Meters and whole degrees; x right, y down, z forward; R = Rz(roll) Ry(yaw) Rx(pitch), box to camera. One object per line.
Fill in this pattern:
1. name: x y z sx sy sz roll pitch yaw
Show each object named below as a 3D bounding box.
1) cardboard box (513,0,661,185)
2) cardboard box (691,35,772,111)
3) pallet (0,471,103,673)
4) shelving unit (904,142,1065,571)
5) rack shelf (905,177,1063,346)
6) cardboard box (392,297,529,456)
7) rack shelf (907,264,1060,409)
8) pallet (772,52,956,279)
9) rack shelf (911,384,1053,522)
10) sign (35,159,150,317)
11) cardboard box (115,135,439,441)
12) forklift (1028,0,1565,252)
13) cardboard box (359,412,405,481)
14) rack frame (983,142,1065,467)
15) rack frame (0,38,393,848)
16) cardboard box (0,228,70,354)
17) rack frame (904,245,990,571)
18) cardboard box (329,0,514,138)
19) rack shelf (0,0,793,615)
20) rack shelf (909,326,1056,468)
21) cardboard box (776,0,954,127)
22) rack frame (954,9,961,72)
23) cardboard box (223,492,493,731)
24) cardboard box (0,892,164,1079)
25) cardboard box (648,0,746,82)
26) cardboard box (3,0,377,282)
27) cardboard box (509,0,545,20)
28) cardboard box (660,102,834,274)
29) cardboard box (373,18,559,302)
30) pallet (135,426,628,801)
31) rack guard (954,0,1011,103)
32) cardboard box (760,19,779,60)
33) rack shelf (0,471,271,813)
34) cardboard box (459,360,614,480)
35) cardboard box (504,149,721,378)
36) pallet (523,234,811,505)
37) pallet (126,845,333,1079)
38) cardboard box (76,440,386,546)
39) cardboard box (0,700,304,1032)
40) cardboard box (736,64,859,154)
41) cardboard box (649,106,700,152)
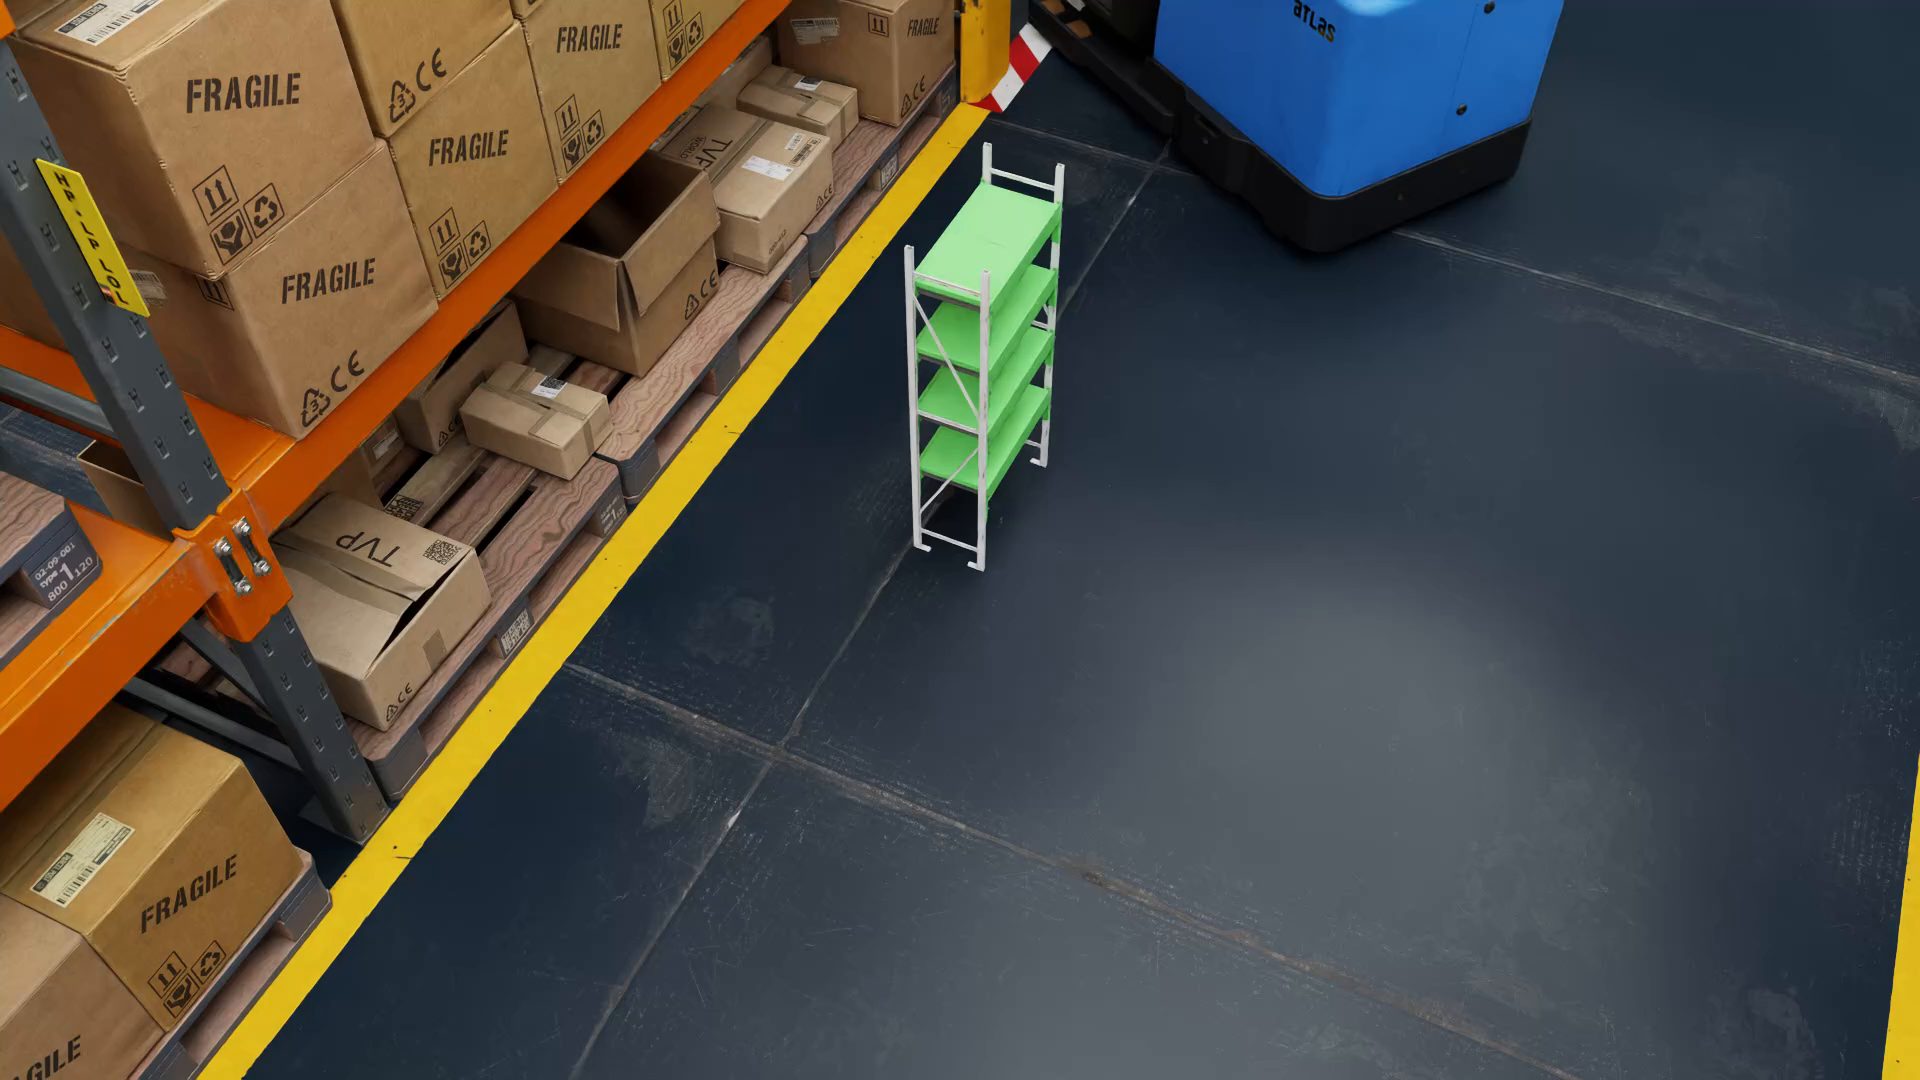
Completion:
1. cardboard box: -1.156 -1.330 4.347 0.500 0.500 0.500 20 52 16
2. cardboard box: -1.045 -1.718 6.259 0.500 0.250 0.500 20 52 16
3. pallet: -2.492 0.239 3.203 1.003 0.211 1.213 20 52 16
4. shelving unit: 0.071 -0.503 4.890 0.258 1.200 0.503 20 52 16
5. rack shelf: 0.071 -0.772 4.573 0.258 0.148 0.480 20 52 16
6. cardboard box: -1.744 -0.611 5.277 0.500 0.311 0.500 20 52 16
7. rack shelf: 0.071 -0.617 4.756 0.258 0.148 0.480 20 52 16
8. pallet: -0.715 -1.587 6.462 1.003 0.211 1.213 20 52 16
9. rack shelf: 0.071 -0.306 5.121 0.258 0.148 0.480 20 52 16
10. sign: -1.548 -0.535 2.976 0.100 0.325 0.005 20 52 16
11. cardboard box: -1.588 -0.633 3.753 0.500 0.500 0.500 21 53 17
12. forklift: 0.952 -3.112 5.974 1.130 2.935 3.031 -25 54 -19
13. cardboard box: -1.959 -0.319 5.135 0.380 0.149 0.250 20 52 16
14. rack frame: 0.175 -0.671 5.033 0.240 1.200 0.015 20 52 16
15. rack frame: -2.052 -0.338 3.568 1.000 3.000 0.127 20 52 16
16. cardboard box: -2.070 -0.798 3.894 0.500 0.500 0.500 21 53 17
17. rack frame: -0.034 -0.335 4.747 0.240 1.200 0.015 20 52 16
18. cardboard box: -1.376 -1.283 3.650 0.500 0.500 0.500 18 52 15
19. rack shelf: -1.197 -1.482 5.014 1.077 0.370 4.000 20 52 16
20. rack shelf: 0.071 -0.461 4.939 0.258 0.148 0.480 20 52 16
21. cardboard box: -0.352 -1.971 6.310 0.500 0.500 0.500 20 52 16
22. rack frame: -0.343 -3.093 5.912 1.000 3.000 0.127 20 52 16
23. cardboard box: -1.677 0.172 4.611 0.500 0.311 0.500 20 52 16
24. cardboard box: -2.222 1.100 3.697 0.500 0.500 0.500 20 52 16
25. cardboard box: -0.940 -1.681 4.645 0.500 0.500 0.500 19 52 16
26. cardboard box: -1.596 -0.928 3.348 0.500 0.500 0.500 21 53 17
27. cardboard box: -1.156 -1.637 3.951 0.500 0.500 0.500 18 52 15
28. cardboard box: -0.785 -1.245 5.857 0.500 0.250 0.500 20 52 16
29. cardboard box: -1.372 -0.987 4.054 0.500 0.500 0.500 21 53 17
30. pallet: -1.757 0.093 5.033 1.003 0.211 1.213 20 52 16
31. rack guard: -0.375 -2.230 6.820 1.175 0.500 0.348 20 52 16
32. cardboard box: -0.939 -1.968 6.527 0.380 0.166 0.250 20 52 16
33. rack shelf: -2.906 1.272 2.670 1.077 0.370 4.000 20 52 16
34. cardboard box: -1.316 -0.380 5.175 0.380 0.166 0.250 20 52 16
35. cardboard box: -1.254 -0.967 5.454 0.797 0.503 0.637 20 52 16
36. pallet: -1.238 -0.750 5.750 1.003 0.211 1.213 20 52 16
37. pallet: -2.365 1.138 4.143 1.003 0.211 1.213 20 52 16
38. cardboard box: -2.065 -0.155 4.765 0.500 0.500 0.500 20 52 16
39. cardboard box: -2.003 0.762 3.984 0.500 0.500 0.500 20 52 16
40. cardboard box: -0.607 -1.613 6.224 0.380 0.166 0.250 20 52 16
41. cardboard box: -1.259 -1.373 5.966 0.500 0.250 0.500 20 52 16
